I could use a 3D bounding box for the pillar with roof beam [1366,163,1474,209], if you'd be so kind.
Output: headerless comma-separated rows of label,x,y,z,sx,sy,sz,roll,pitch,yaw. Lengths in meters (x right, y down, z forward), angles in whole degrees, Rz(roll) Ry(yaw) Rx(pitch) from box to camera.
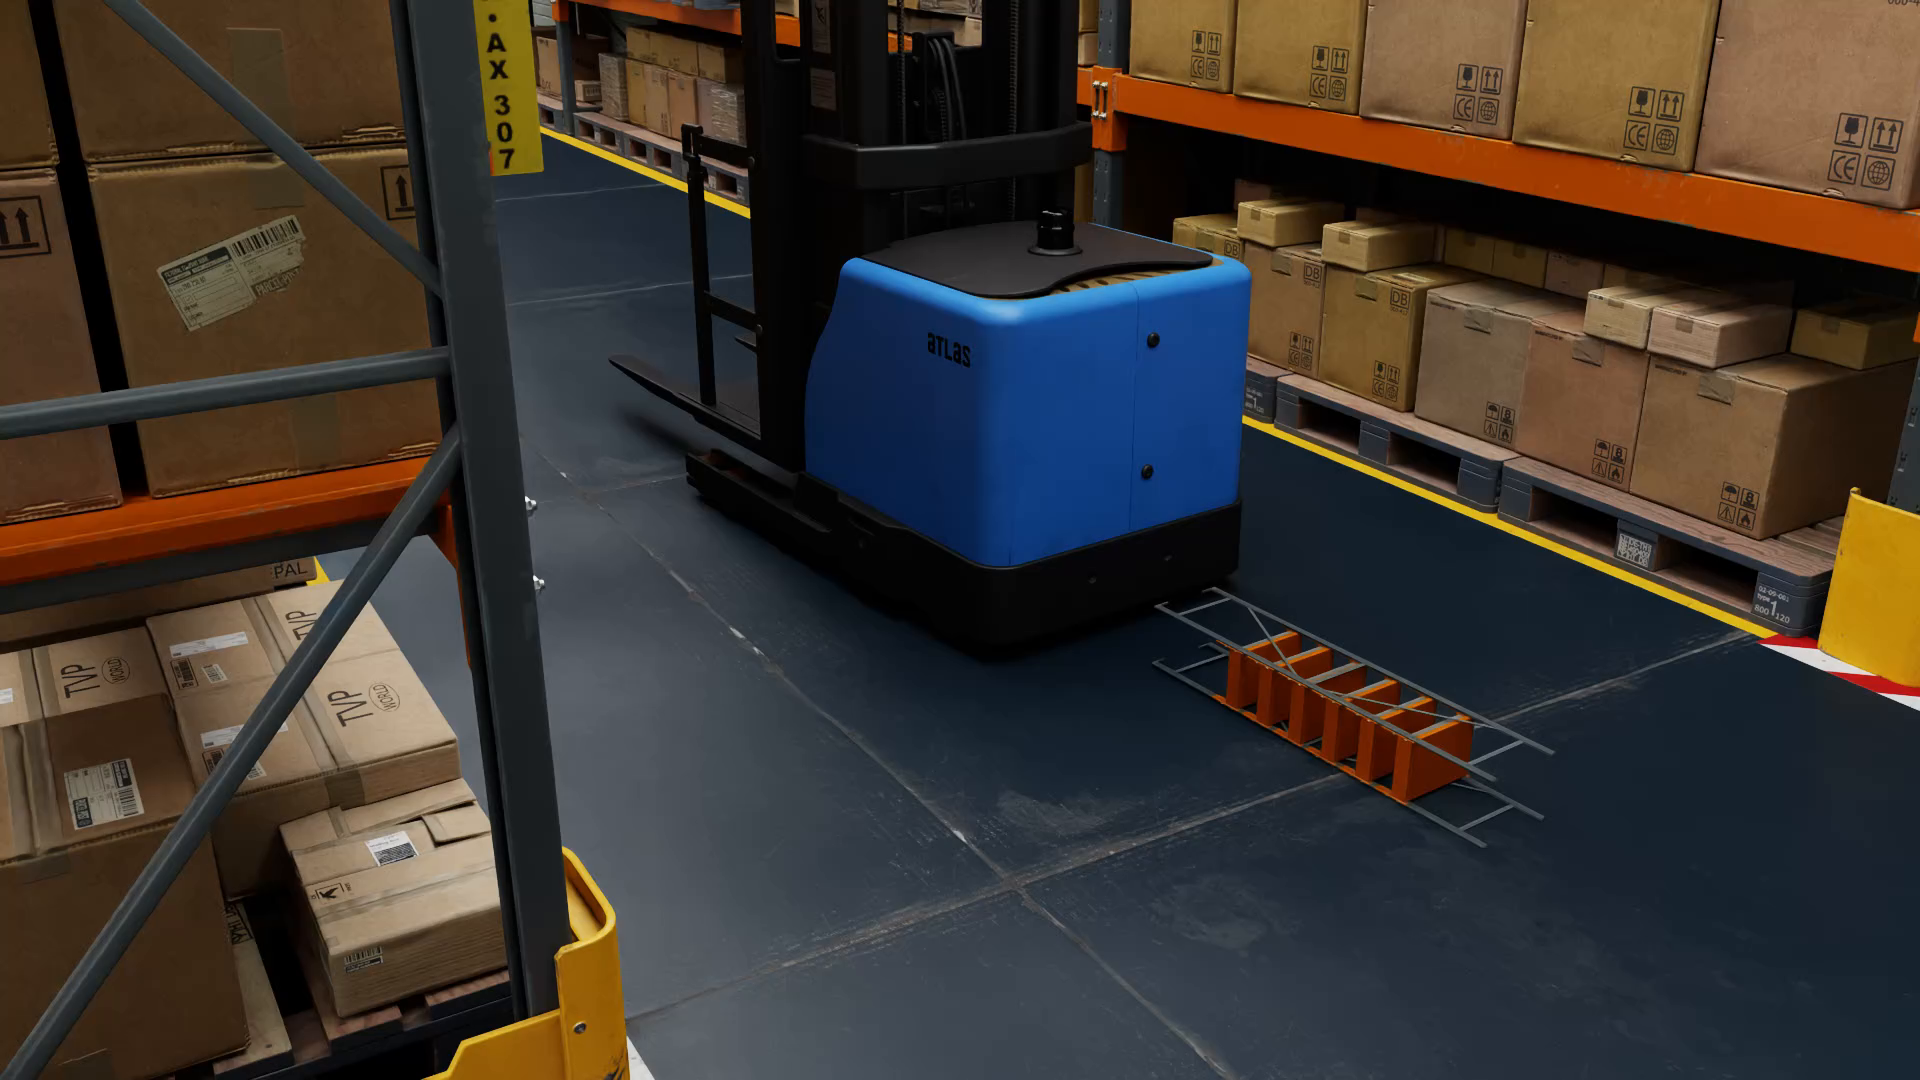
pillar with roof beam,-1.507,-4.317,4.482,9.100,9.000,0.400,-13,25,-28

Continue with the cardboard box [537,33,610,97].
cardboard box,-3.559,-4.390,15.364,0.500,0.500,0.500,-15,26,-32

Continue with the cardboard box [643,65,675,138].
cardboard box,-2.071,-3.496,13.164,0.700,0.500,0.500,-12,25,-28

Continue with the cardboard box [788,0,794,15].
cardboard box,-0.861,-3.379,10.449,0.380,0.149,0.250,-12,25,-28

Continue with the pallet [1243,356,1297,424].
pallet,1.414,-0.873,7.679,1.003,0.211,1.213,-13,25,-28

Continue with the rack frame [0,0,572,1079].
rack frame,-1.118,-0.178,2.266,0.949,2.616,0.053,-13,25,-28

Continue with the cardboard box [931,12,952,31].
cardboard box,0.065,-2.794,9.008,0.380,0.149,0.250,-13,26,-30

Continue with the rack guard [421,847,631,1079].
rack guard,-1.160,0.956,2.795,1.175,0.500,0.348,-13,25,-28

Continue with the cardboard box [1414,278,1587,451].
cardboard box,2.179,-0.700,6.312,0.700,0.500,0.500,-14,26,-30

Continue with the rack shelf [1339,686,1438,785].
rack shelf,1.117,0.502,4.320,0.258,0.180,0.103,-15,27,-32

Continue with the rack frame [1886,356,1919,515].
rack frame,3.136,-1.131,4.611,1.000,3.000,0.127,-13,25,-28

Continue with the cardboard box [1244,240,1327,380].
cardboard box,1.640,-1.038,7.143,0.700,0.500,0.500,-13,25,-29

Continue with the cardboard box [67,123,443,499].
cardboard box,-1.121,-0.418,2.723,0.500,0.500,0.500,-12,25,-27

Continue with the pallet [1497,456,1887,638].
pallet,2.660,-0.083,5.736,1.003,0.211,1.213,-13,25,-28

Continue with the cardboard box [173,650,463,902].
cardboard box,-1.410,0.500,3.664,0.500,0.250,0.500,-13,25,-28

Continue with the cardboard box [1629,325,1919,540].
cardboard box,2.692,-0.375,5.513,0.700,0.500,0.500,-13,25,-28

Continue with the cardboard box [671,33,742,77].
cardboard box,-1.868,-3.699,12.669,0.500,0.250,0.500,-13,25,-28

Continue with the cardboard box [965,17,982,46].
cardboard box,0.248,-2.618,8.576,0.380,0.149,0.250,-13,25,-28

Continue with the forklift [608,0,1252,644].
forklift,-0.362,-1.548,5.729,1.130,2.935,3.031,-15,27,-33

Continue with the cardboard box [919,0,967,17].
cardboard box,0.121,-3.048,8.772,0.500,0.500,0.500,-13,25,-28

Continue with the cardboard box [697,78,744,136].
cardboard box,-1.527,-3.179,12.384,0.700,0.500,0.500,-13,25,-28

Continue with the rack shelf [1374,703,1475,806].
rack shelf,1.186,0.539,4.230,0.258,0.180,0.103,-15,27,-32

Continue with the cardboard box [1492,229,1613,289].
cardboard box,2.279,-1.084,6.395,0.380,0.149,0.250,-12,25,-28

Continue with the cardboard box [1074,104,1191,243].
cardboard box,0.649,-1.810,8.579,0.750,0.750,0.750,-12,25,-28

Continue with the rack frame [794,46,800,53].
rack frame,-0.951,-3.721,10.982,1.000,3.000,0.127,-13,25,-28

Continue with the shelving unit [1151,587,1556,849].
shelving unit,1.005,0.440,4.468,0.258,0.189,1.200,-15,27,-32

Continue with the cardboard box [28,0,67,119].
cardboard box,-1.395,-1.049,2.948,0.500,0.500,0.500,-12,25,-28

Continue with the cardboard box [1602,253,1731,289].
cardboard box,2.541,-0.919,5.988,0.380,0.149,0.250,-12,25,-28

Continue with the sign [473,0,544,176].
sign,-0.655,-0.683,2.358,0.100,0.325,0.005,-13,25,-28

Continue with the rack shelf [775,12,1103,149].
rack shelf,0.071,-2.740,9.525,1.077,0.370,4.000,-13,25,-28

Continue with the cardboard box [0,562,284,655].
cardboard box,-2.200,0.088,4.343,0.797,0.503,0.637,-13,25,-28

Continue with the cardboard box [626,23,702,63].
cardboard box,-2.376,-4.032,13.487,0.500,0.250,0.500,-13,26,-29

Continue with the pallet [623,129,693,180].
pallet,-1.968,-3.077,13.101,1.003,0.211,1.213,-13,25,-28

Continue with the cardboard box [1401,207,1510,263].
cardboard box,2.017,-1.249,6.802,0.380,0.149,0.250,-12,25,-28

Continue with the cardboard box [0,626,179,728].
cardboard box,-2.070,0.451,3.786,0.500,0.250,0.500,-13,25,-28

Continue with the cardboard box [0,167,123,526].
cardboard box,-1.584,-0.316,2.473,0.500,0.500,0.500,-12,25,-27

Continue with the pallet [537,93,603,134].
pallet,-3.368,-3.935,15.211,1.003,0.211,1.213,-13,25,-28

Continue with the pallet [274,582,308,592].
pallet,-2.187,0.438,4.455,1.003,0.211,1.213,-13,25,-28

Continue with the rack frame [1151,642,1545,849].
rack frame,1.005,0.525,4.503,0.240,0.006,1.200,-15,27,-32

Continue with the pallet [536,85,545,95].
pallet,-3.995,-4.330,16.184,1.003,0.211,1.213,-13,25,-28

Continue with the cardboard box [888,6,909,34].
cardboard box,-0.189,-2.968,9.438,0.380,0.149,0.250,-12,25,-28

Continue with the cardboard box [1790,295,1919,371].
cardboard box,2.928,-0.674,5.386,0.380,0.149,0.250,-12,25,-28

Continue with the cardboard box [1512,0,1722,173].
cardboard box,2.485,-1.667,5.530,0.980,0.700,0.700,-13,25,-29

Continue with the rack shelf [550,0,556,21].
rack shelf,-4.016,-5.330,15.896,1.077,0.370,4.000,-13,25,-28

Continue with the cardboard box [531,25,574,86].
cardboard box,-4.138,-4.684,16.086,0.700,0.500,0.500,-14,26,-32

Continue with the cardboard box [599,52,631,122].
cardboard box,-2.604,-3.827,13.978,0.700,0.500,0.500,-12,25,-26

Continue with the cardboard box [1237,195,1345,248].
cardboard box,1.404,-1.355,7.063,0.380,0.149,0.250,-12,25,-26

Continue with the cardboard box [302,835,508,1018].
cardboard box,-1.040,0.738,3.214,0.380,0.149,0.250,-13,25,-28

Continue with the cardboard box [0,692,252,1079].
cardboard box,-1.611,0.648,2.968,0.500,0.500,0.500,-13,25,-28

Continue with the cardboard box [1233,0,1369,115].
cardboard box,1.724,-2.149,6.717,0.980,0.700,0.700,-13,26,-30

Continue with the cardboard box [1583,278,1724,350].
cardboard box,2.339,-0.765,5.610,0.380,0.149,0.250,-12,25,-27

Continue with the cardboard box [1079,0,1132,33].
cardboard box,0.640,-2.720,7.967,0.500,0.500,0.500,-13,26,-29

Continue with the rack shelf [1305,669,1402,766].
rack shelf,1.048,0.464,4.411,0.258,0.180,0.103,-15,27,-32

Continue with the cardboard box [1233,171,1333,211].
cardboard box,1.483,-1.587,7.632,0.380,0.149,0.250,-13,25,-29
